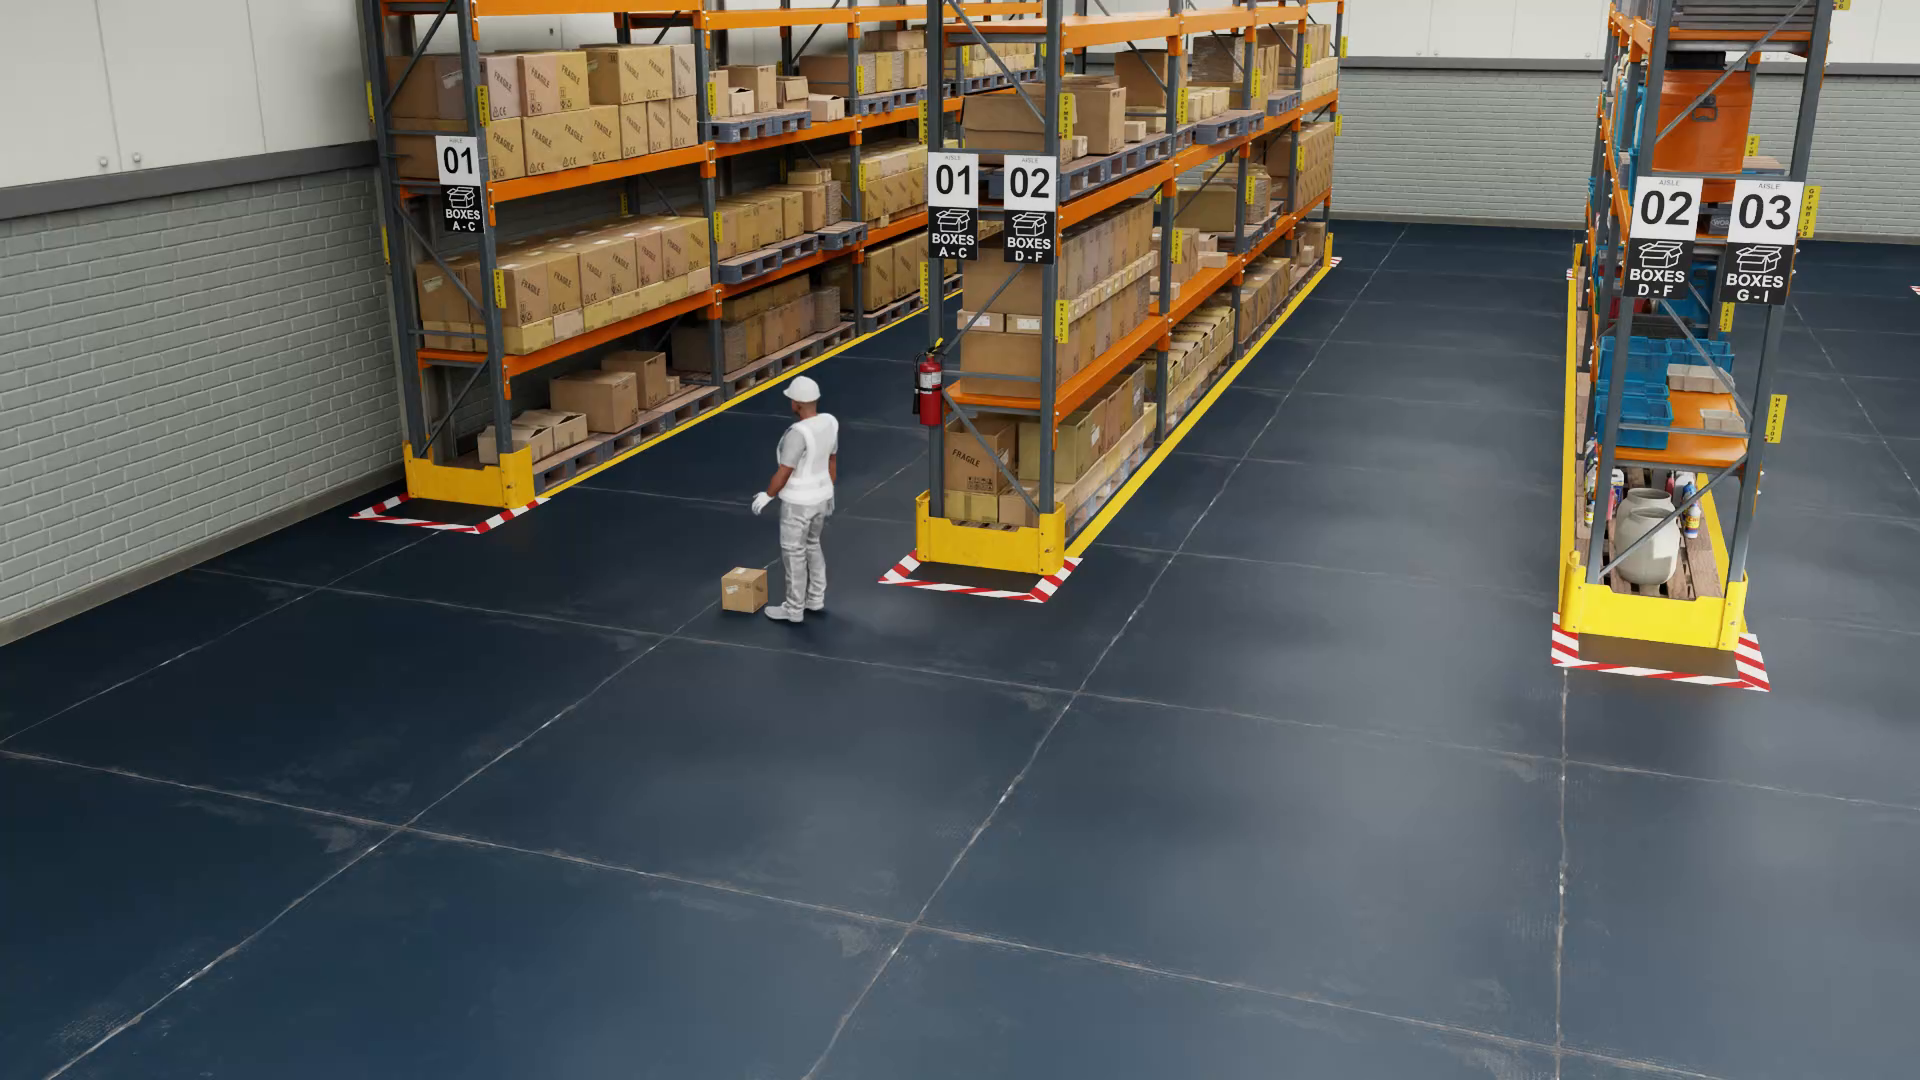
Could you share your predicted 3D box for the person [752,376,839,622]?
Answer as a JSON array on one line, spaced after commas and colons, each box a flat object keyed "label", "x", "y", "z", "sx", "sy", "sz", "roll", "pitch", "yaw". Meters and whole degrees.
[{"label": "person", "x": -1.162, "y": -0.288, "z": 11.860, "sx": 0.492, "sy": 1.810, "sz": 0.572, "roll": 9, "pitch": 20, "yaw": 24}]
